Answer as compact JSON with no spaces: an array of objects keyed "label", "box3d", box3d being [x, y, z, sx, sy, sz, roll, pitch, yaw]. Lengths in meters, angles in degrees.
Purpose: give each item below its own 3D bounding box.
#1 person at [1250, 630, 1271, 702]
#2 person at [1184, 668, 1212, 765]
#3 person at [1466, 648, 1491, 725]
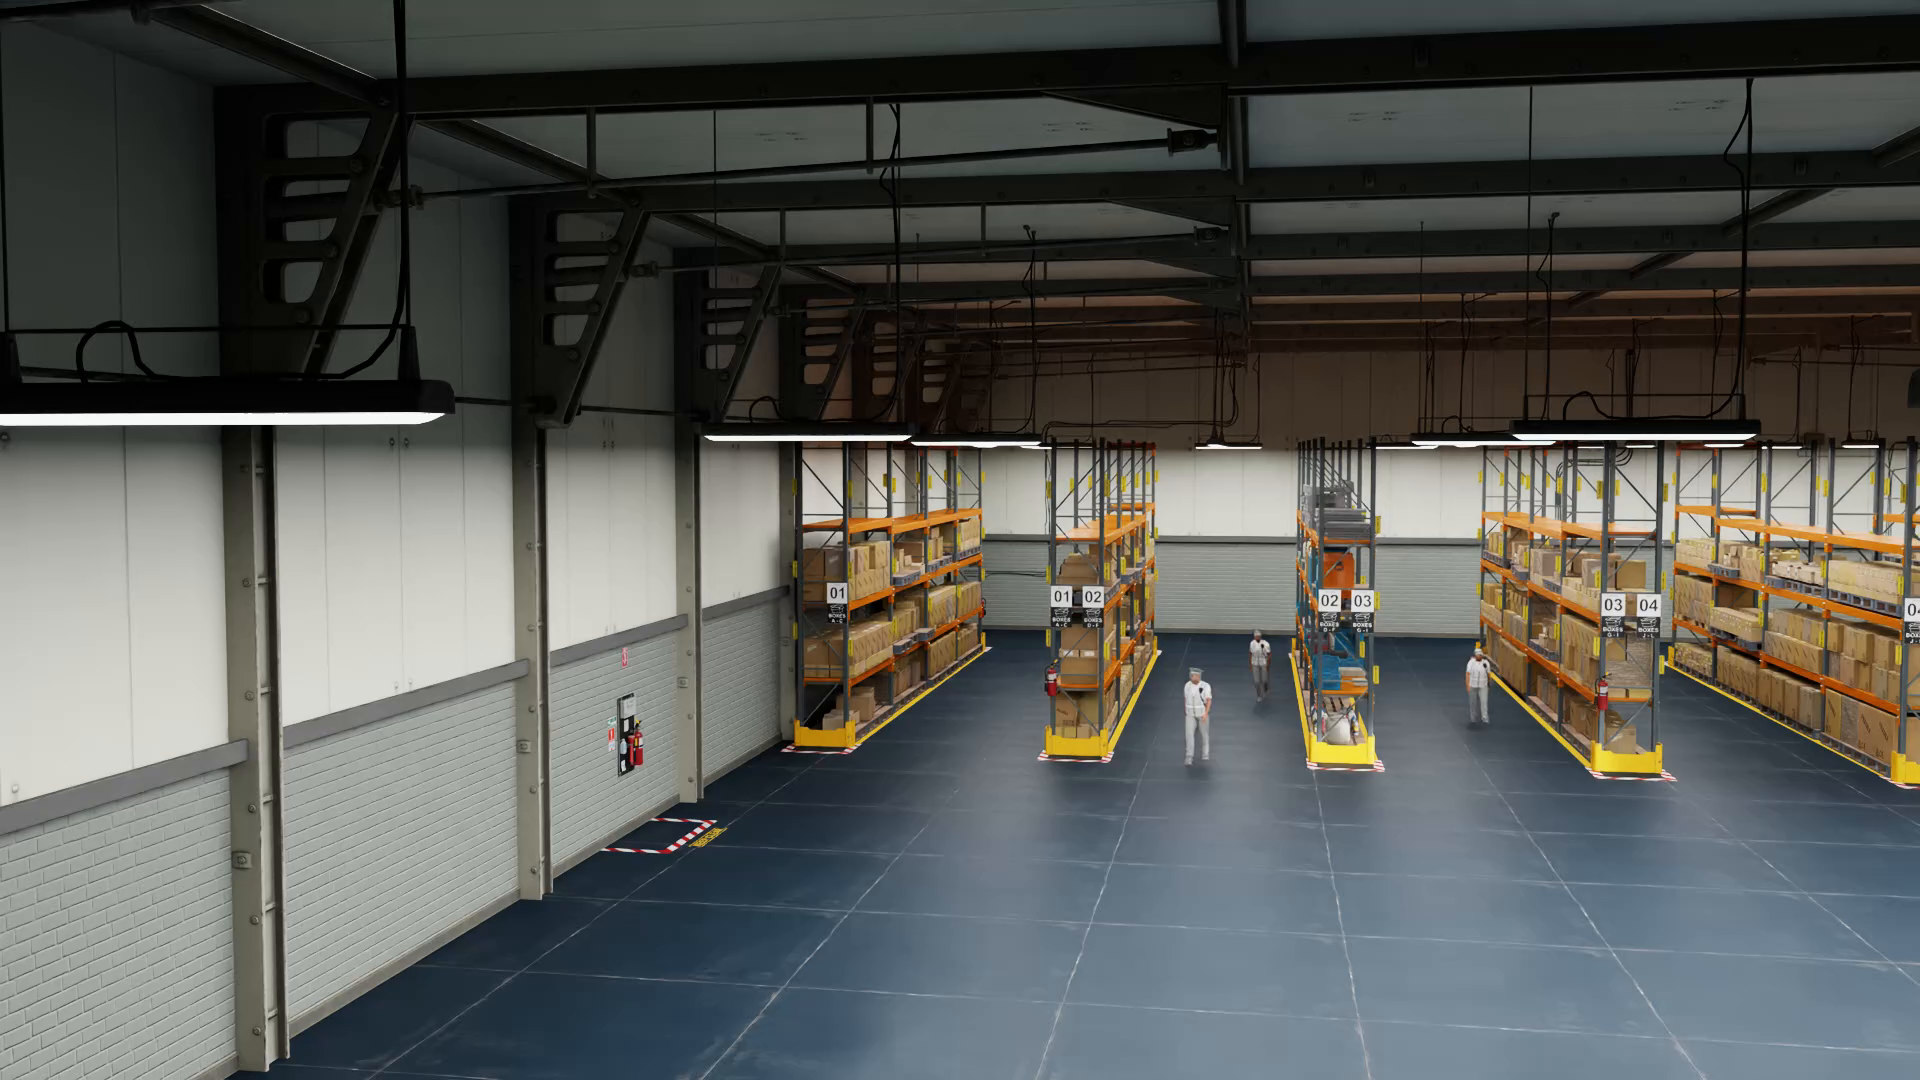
[{"label":"person","box3d":[6.934,2.878,38.305,0.507,1.654,0.576,1,3,25]},{"label":"person","box3d":[4.345,3.216,30.620,0.560,1.723,0.905,1,3,25]},{"label":"person","box3d":[10.829,3.062,34.745,0.503,1.605,1.051,1,3,18]}]
